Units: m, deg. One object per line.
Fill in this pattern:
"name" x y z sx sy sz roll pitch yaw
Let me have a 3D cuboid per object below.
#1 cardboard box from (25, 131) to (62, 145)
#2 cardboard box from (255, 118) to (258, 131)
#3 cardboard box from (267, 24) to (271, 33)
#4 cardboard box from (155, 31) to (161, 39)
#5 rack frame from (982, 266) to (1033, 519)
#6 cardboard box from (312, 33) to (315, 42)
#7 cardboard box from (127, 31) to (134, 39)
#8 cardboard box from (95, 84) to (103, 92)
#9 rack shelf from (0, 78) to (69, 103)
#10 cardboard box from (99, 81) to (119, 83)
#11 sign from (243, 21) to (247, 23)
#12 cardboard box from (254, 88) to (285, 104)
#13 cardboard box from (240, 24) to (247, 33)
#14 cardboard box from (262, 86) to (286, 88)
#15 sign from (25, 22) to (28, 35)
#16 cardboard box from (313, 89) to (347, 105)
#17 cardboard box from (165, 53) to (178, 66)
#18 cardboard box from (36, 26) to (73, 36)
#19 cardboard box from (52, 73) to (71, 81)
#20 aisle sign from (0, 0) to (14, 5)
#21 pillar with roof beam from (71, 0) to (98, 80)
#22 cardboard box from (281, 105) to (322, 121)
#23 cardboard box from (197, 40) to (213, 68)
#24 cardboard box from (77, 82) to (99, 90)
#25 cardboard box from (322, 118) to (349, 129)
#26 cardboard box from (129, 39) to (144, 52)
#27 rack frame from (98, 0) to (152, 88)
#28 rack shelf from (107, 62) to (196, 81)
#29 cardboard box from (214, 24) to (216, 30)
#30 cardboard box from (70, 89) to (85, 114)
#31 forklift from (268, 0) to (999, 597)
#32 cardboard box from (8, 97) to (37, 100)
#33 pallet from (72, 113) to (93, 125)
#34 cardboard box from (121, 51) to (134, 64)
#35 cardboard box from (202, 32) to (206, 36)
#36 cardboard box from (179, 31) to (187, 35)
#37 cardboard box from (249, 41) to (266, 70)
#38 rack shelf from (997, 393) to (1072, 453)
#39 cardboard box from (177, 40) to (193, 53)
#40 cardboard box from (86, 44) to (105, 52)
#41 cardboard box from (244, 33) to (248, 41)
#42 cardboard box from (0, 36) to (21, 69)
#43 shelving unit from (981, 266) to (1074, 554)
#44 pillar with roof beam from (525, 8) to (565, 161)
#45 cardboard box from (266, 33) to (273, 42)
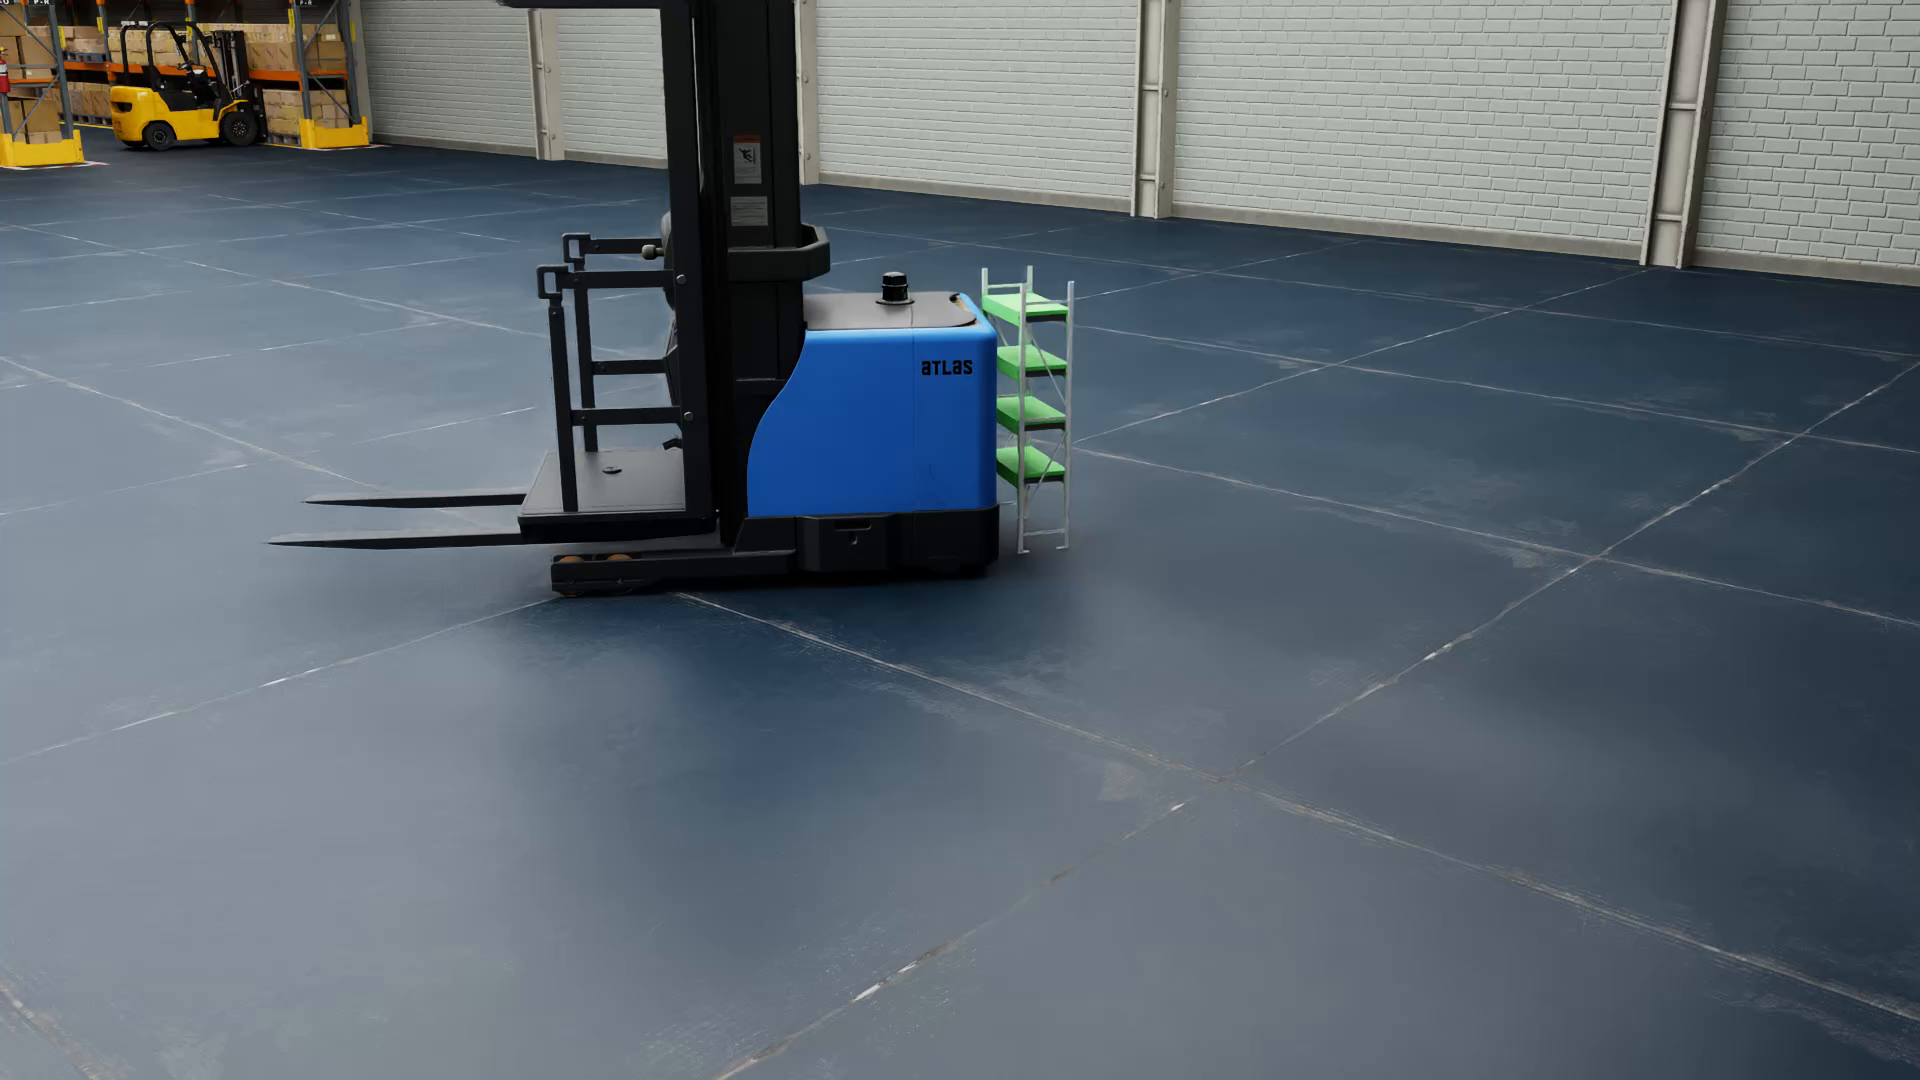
"cardboard box" -14.984 -6.529 27.077 0.500 0.250 0.500 15 23 39
"cardboard box" -12.970 -7.755 30.940 0.500 0.250 0.500 16 24 41
"cardboard box" -12.235 -9.217 29.967 0.250 0.149 0.380 15 23 40
"cardboard box" -15.642 -9.967 32.821 0.250 0.149 0.380 15 23 40
"rack frame" 0.215 -0.665 7.722 0.240 1.200 0.015 -6 19 -18
"cardboard box" -11.580 -9.058 29.956 0.250 0.149 0.380 15 23 39
"cardboard box" -16.599 -10.223 33.626 0.250 0.149 0.380 15 23 40
"cardboard box" -18.018 -9.553 35.119 0.250 0.149 0.380 14 22 36
"rack shelf" -16.060 -7.474 27.392 4.000 0.370 1.077 15 23 39
"cardboard box" -18.615 -9.950 36.370 0.250 0.149 0.380 14 22 37
"sign" -13.896 -9.918 32.343 0.005 0.325 0.100 15 23 39
"cardboard box" -12.593 -8.127 30.460 0.500 0.250 0.500 15 23 40
"cardboard box" -13.008 -9.423 30.614 0.250 0.149 0.380 15 23 39
"cardboard box" -13.009 -8.450 31.477 0.500 0.250 0.500 15 23 40
"sign" -20.602 -11.237 36.628 0.005 0.325 0.100 15 23 39
"cardboard box" -11.506 -8.044 30.199 0.500 0.250 0.500 15 23 38
"cardboard box" -15.194 -9.412 32.558 0.500 0.250 0.500 15 23 39
"cardboard box" -19.647 -10.944 36.279 0.500 0.500 0.700 15 23 40
"cardboard box" -19.929 -10.234 36.775 0.250 0.149 0.380 14 22 37
"aisle sign" -14.710 -8.576 25.378 0.004 0.787 0.394 15 23 39
"pillar with roof beam" -23.027 -13.177 34.257 0.400 9.000 9.100 15 23 39
"cardboard box" -11.843 -7.694 29.920 0.500 0.250 0.500 15 23 39
"cardboard box" -14.105 -9.241 31.607 0.500 0.500 0.500 14 22 38
"cardboard box" -18.766 -9.777 35.827 0.250 0.149 0.380 14 22 37
"cardboard box" -11.509 -7.571 30.361 0.500 0.250 0.500 15 23 39
"cardboard box" -16.333 -9.958 33.450 0.500 0.250 0.500 14 23 38
"rack frame" -17.255 -10.145 34.620 0.127 3.000 1.000 15 23 39
"rack shelf" -15.760 -9.401 33.463 4.000 0.370 1.077 15 23 39
"cardboard box" -13.770 -9.628 31.262 0.250 0.149 0.380 14 23 38
"cardboard box" -18.876 -9.498 36.017 0.500 0.500 0.500 14 22 37
"forklift" -1.389 -1.331 6.961 3.031 2.935 1.130 -2 18 -7
"cardboard box" -15.396 -6.995 27.306 0.500 0.500 0.500 14 22 37
"pallet" -18.697 -9.219 36.313 1.213 0.211 1.003 15 23 39
"cardboard box" -16.713 -9.827 33.866 0.500 0.250 0.500 14 23 38
"cardboard box" -14.200 -9.575 31.587 0.250 0.149 0.380 15 23 38
"cardboard box" -14.872 -9.765 32.184 0.250 0.149 0.380 15 23 38
"cardboard box" -12.580 -8.835 30.326 0.500 0.500 0.500 14 23 38
"rack shelf" 0.294 -0.534 7.521 0.258 0.148 0.480 -6 19 -18
"cardboard box" -14.801 -9.550 32.165 0.500 0.250 0.500 14 23 38
"cardboard box" -18.001 -10.271 34.736 0.250 0.149 0.380 16 23 40
"cardboard box" -13.057 -9.260 30.594 0.250 0.149 0.380 14 23 38
"cardboard box" -15.153 -7.651 26.104 0.500 0.500 0.500 15 23 38
"shelving unit" 0.294 -0.595 7.502 0.258 1.200 0.503 -6 19 -18
"pillar with roof beam" -9.564 -9.563 22.869 0.400 9.000 9.100 15 23 39
"cardboard box" -12.259 -9.065 29.978 0.250 0.149 0.380 15 23 39
